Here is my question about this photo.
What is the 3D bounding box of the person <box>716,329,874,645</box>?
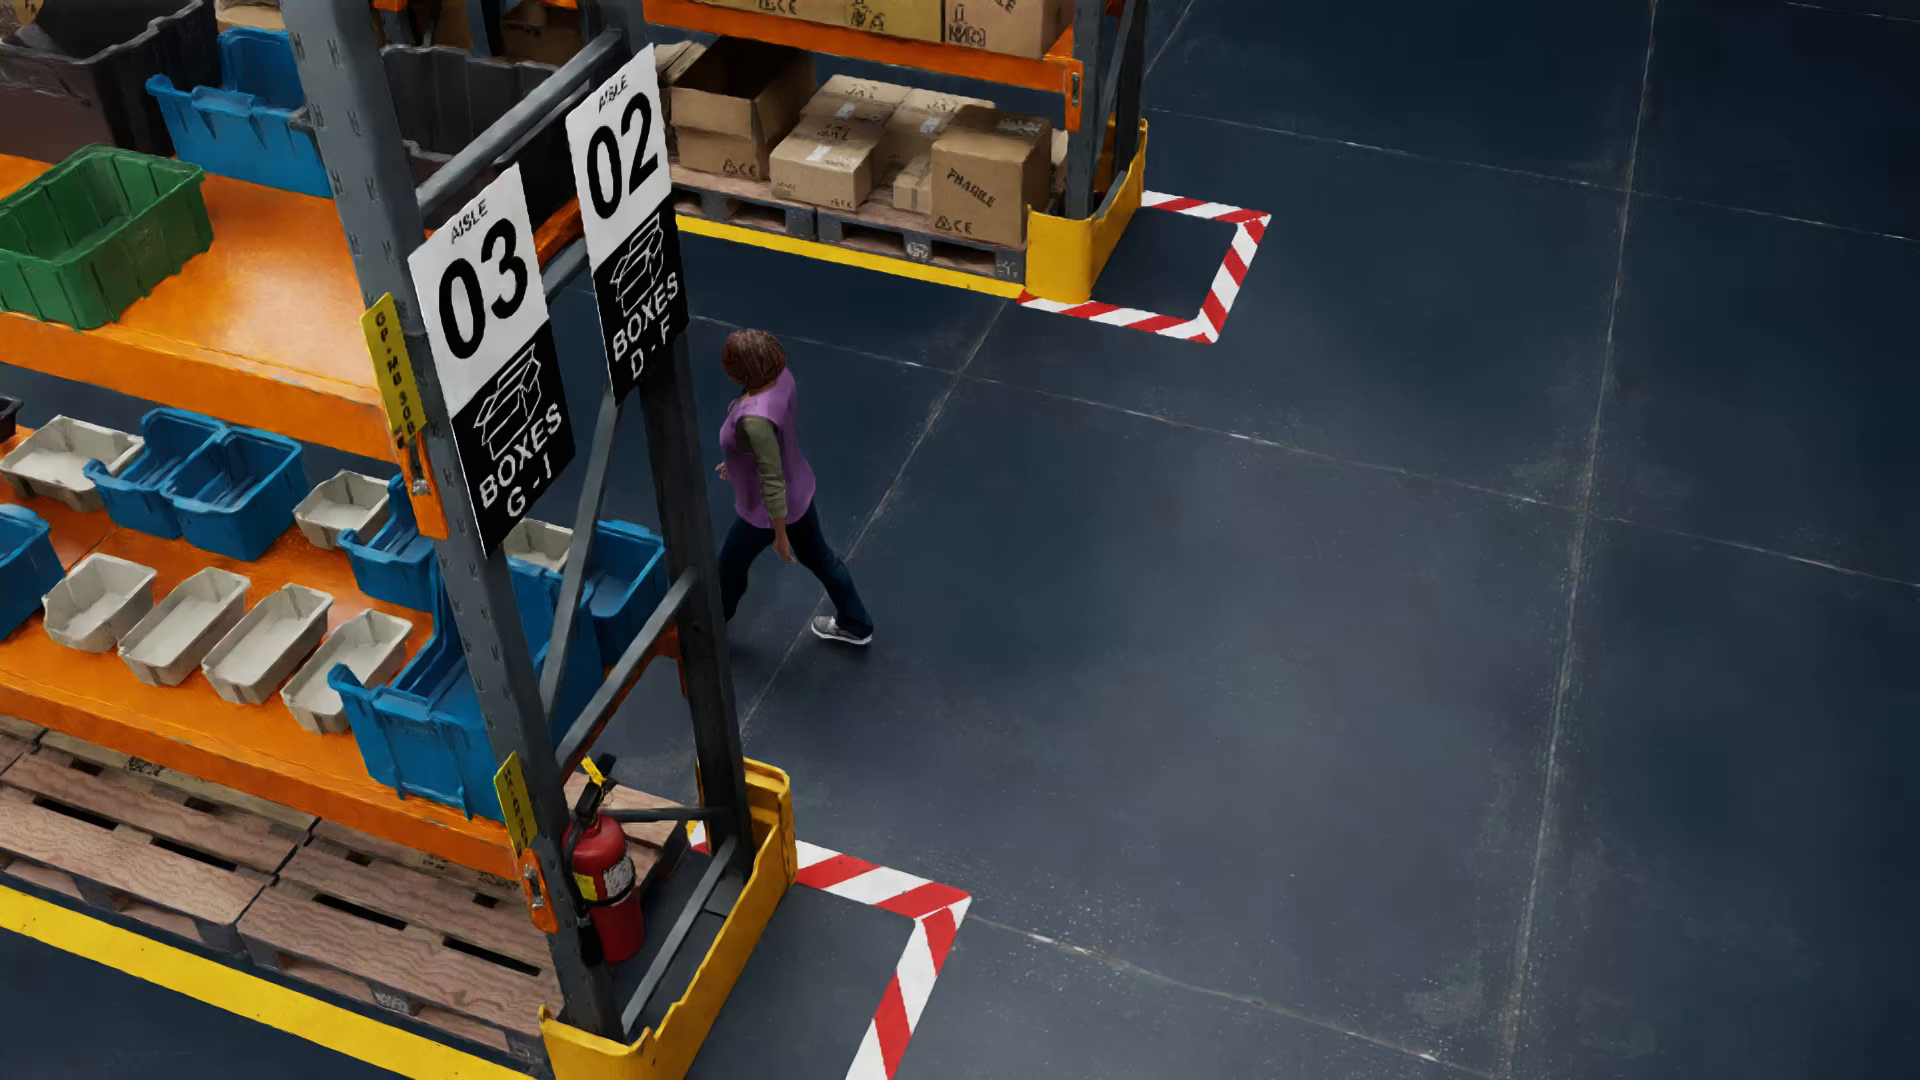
[{"bbox_3d":[-0.787,-0.167,6.347,0.876,1.571,0.454,8,43,9],"label":"person"}]
